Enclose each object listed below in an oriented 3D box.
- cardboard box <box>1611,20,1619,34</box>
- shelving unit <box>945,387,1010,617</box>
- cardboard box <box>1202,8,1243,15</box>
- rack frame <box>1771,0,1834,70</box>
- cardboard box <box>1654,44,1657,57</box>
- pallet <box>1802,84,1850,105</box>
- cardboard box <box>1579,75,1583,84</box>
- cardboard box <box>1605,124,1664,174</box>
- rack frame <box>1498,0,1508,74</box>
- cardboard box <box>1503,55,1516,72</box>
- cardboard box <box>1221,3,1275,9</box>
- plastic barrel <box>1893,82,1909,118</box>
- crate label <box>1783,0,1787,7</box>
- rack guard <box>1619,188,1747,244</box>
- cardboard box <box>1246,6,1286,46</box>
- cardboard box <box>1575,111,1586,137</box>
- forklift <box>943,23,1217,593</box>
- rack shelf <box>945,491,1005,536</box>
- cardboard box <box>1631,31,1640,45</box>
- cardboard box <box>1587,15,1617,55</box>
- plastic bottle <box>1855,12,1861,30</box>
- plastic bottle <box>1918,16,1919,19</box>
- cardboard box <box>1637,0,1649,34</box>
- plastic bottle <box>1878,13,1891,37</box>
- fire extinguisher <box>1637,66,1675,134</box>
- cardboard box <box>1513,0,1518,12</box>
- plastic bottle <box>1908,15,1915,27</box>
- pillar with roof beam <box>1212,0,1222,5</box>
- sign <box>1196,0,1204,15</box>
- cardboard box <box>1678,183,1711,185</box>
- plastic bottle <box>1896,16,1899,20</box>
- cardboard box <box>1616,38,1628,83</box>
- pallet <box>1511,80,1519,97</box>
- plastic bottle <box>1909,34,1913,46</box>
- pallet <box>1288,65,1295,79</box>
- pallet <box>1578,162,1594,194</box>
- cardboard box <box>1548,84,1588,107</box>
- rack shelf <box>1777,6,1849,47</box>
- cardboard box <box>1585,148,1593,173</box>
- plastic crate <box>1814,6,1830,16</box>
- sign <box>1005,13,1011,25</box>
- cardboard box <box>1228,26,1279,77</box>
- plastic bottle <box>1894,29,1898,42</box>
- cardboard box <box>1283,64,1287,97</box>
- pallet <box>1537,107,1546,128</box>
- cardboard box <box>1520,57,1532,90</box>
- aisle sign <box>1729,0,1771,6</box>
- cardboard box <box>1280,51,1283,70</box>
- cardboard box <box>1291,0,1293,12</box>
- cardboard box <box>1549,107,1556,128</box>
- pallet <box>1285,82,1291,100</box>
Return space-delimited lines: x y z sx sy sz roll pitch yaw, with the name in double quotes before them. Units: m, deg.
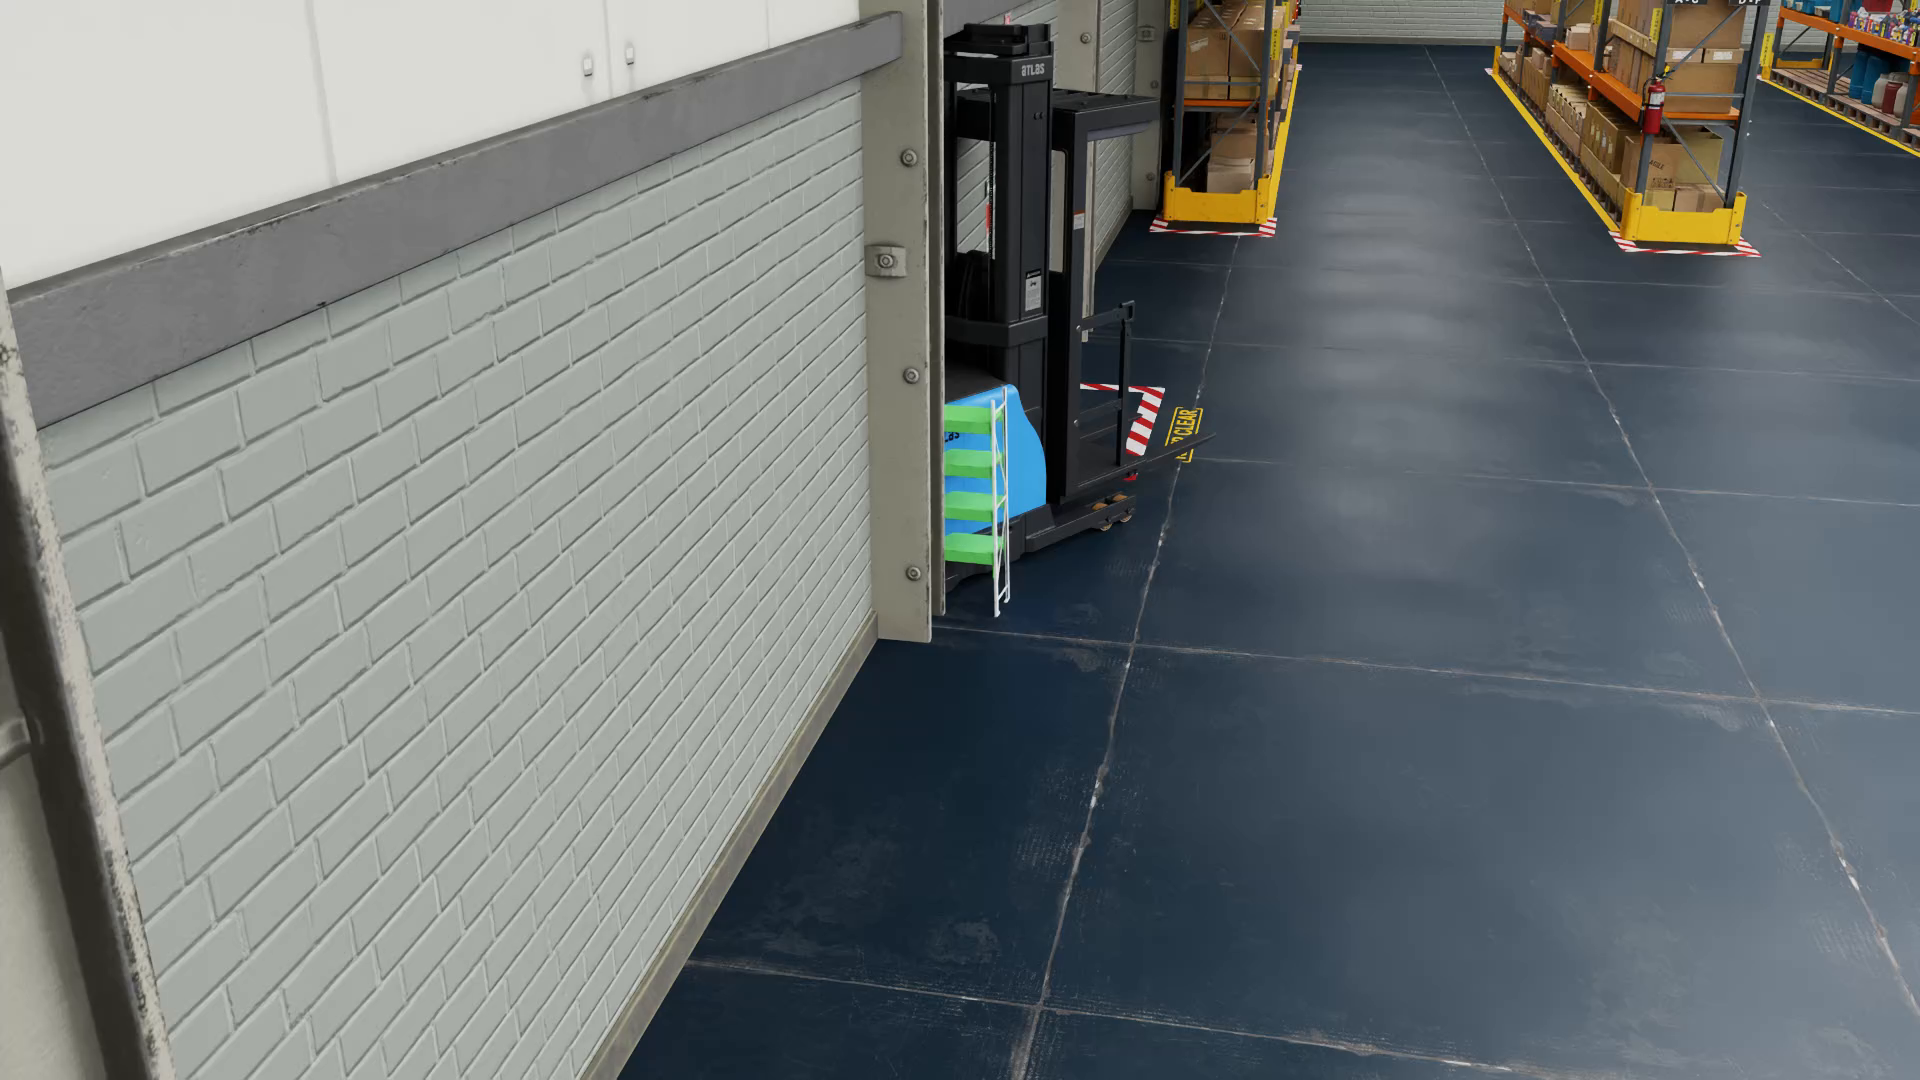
"cardboard box" 8.306 -6.365 20.640 0.380 0.149 0.250 4 22 11
"shelving unit" -0.021 -0.214 8.780 0.503 1.200 0.258 5 23 16
"cardboard box" 3.290 -6.420 20.949 0.500 0.500 0.500 4 22 11
"rack frame" 15.847 -10.111 30.943 1.000 3.000 0.127 4 22 11
"cardboard box" 7.677 -5.236 17.836 0.380 0.149 0.250 5 22 12
"pallet" 15.143 -7.626 28.507 1.003 0.211 1.213 4 22 11
"cardboard box" 9.840 -6.945 25.840 0.500 0.500 0.500 4 22 9
"cardboard box" 7.742 -4.491 19.104 0.500 0.500 0.500 4 22 11
"rack frame" 10.999 -10.490 31.884 1.000 3.000 0.127 4 22 11
"cardboard box" 10.406 -8.875 30.968 0.500 0.250 0.500 4 22 11
"cardboard box" 3.837 -6.911 22.276 0.700 0.500 0.500 5 22 11
"plastic barrel" 14.325 -6.619 25.042 0.421 0.512 0.421 0 22 0
"crate label" 15.474 -9.996 30.801 0.416 0.233 0.303 4 22 11
"rack guard" 7.729 -3.470 17.800 1.175 0.500 0.348 4 22 11
"cardboard box" 3.906 -6.568 21.318 0.500 0.500 0.500 4 22 11
"cardboard box" 8.352 -5.451 21.740 0.500 0.311 0.500 4 22 11
"forklift" 0.427 -1.531 9.731 1.130 2.935 3.031 19 29 39
"rack shelf" -0.019 -0.155 8.805 0.480 0.148 0.258 5 23 16
"cardboard box" 7.993 -5.798 19.233 0.380 0.149 0.250 4 22 10
"cardboard box" 9.040 -6.995 23.074 0.500 0.500 0.500 3 22 8
"plastic bottle" 14.486 -8.359 26.765 0.097 0.271 0.097 0 22 0
"plastic bottle" 15.089 -8.104 26.125 0.152 0.276 0.135 4 22 11
"cardboard box" 8.159 -6.036 18.955 0.700 0.500 0.500 4 22 11
"plastic bottle" 14.251 -7.932 25.599 0.144 0.351 0.185 4 22 11
"fire extinguisher" 7.255 -4.594 17.350 0.296 0.674 0.183 4 22 11
"cardboard box" 10.341 -9.839 30.134 0.500 0.500 0.500 5 22 12
"plastic bottle" 14.963 -8.104 26.133 0.097 0.271 0.097 0 22 0
"pillar with roof beam" 8.843 -12.180 28.050 9.100 9.000 0.400 4 22 11
"sign" 3.156 -7.055 21.807 0.100 0.325 0.005 4 22 11
"cardboard box" 8.159 -3.920 18.690 0.500 0.250 0.500 4 22 11
"plastic bottle" 15.141 -8.390 26.936 0.097 0.201 0.097 0 22 0
"cardboard box" 8.364 -5.791 20.084 0.700 0.500 0.500 4 22 10
"pallet" 10.324 -7.984 29.396 1.003 0.211 1.213 4 22 11
"plastic bottle" 13.921 -7.314 24.265 0.097 0.201 0.097 0 22 0
"pallet" 5.811 -8.829 31.494 1.003 0.211 1.213 4 22 11
"pallet" 8.347 -4.520 20.794 1.003 0.211 1.213 4 22 11
"cardboard box" 8.972 -6.574 24.530 0.500 0.311 0.500 5 23 13
"rack shelf" 15.439 -9.046 29.261 1.077 0.370 4.000 4 22 11
"cardboard box" 8.052 -4.691 20.606 0.500 0.250 0.500 4 22 11
"plastic crate" 15.092 -9.213 28.987 0.293 0.136 0.466 4 22 11
"sign" 0.315 -3.321 10.982 0.001 0.298 0.199 4 22 11
"cardboard box" 3.275 -5.454 18.550 0.500 0.500 0.500 4 22 11
"plastic bottle" 14.067 -7.577 24.917 0.097 0.201 0.097 0 22 0
"cardboard box" 4.980 -7.717 27.314 0.750 0.750 0.750 4 22 11
"pallet" 9.556 -6.541 25.811 1.003 0.211 1.213 4 22 11
"cardboard box" 9.845 -7.913 28.244 0.500 0.500 0.500 3 22 8
"aisle sign" 8.020 -5.797 16.752 0.394 0.787 0.004 4 22 11
"cardboard box" 3.900 -6.221 21.458 0.500 0.250 0.500 5 22 11
"cardboard box" 5.390 -9.221 28.176 0.500 0.500 0.500 5 22 11
"cardboard box" 8.870 -6.130 24.178 0.500 0.250 0.500 4 22 9
"pallet" 5.249 -7.822 28.992 1.003 0.211 1.213 4 22 11
